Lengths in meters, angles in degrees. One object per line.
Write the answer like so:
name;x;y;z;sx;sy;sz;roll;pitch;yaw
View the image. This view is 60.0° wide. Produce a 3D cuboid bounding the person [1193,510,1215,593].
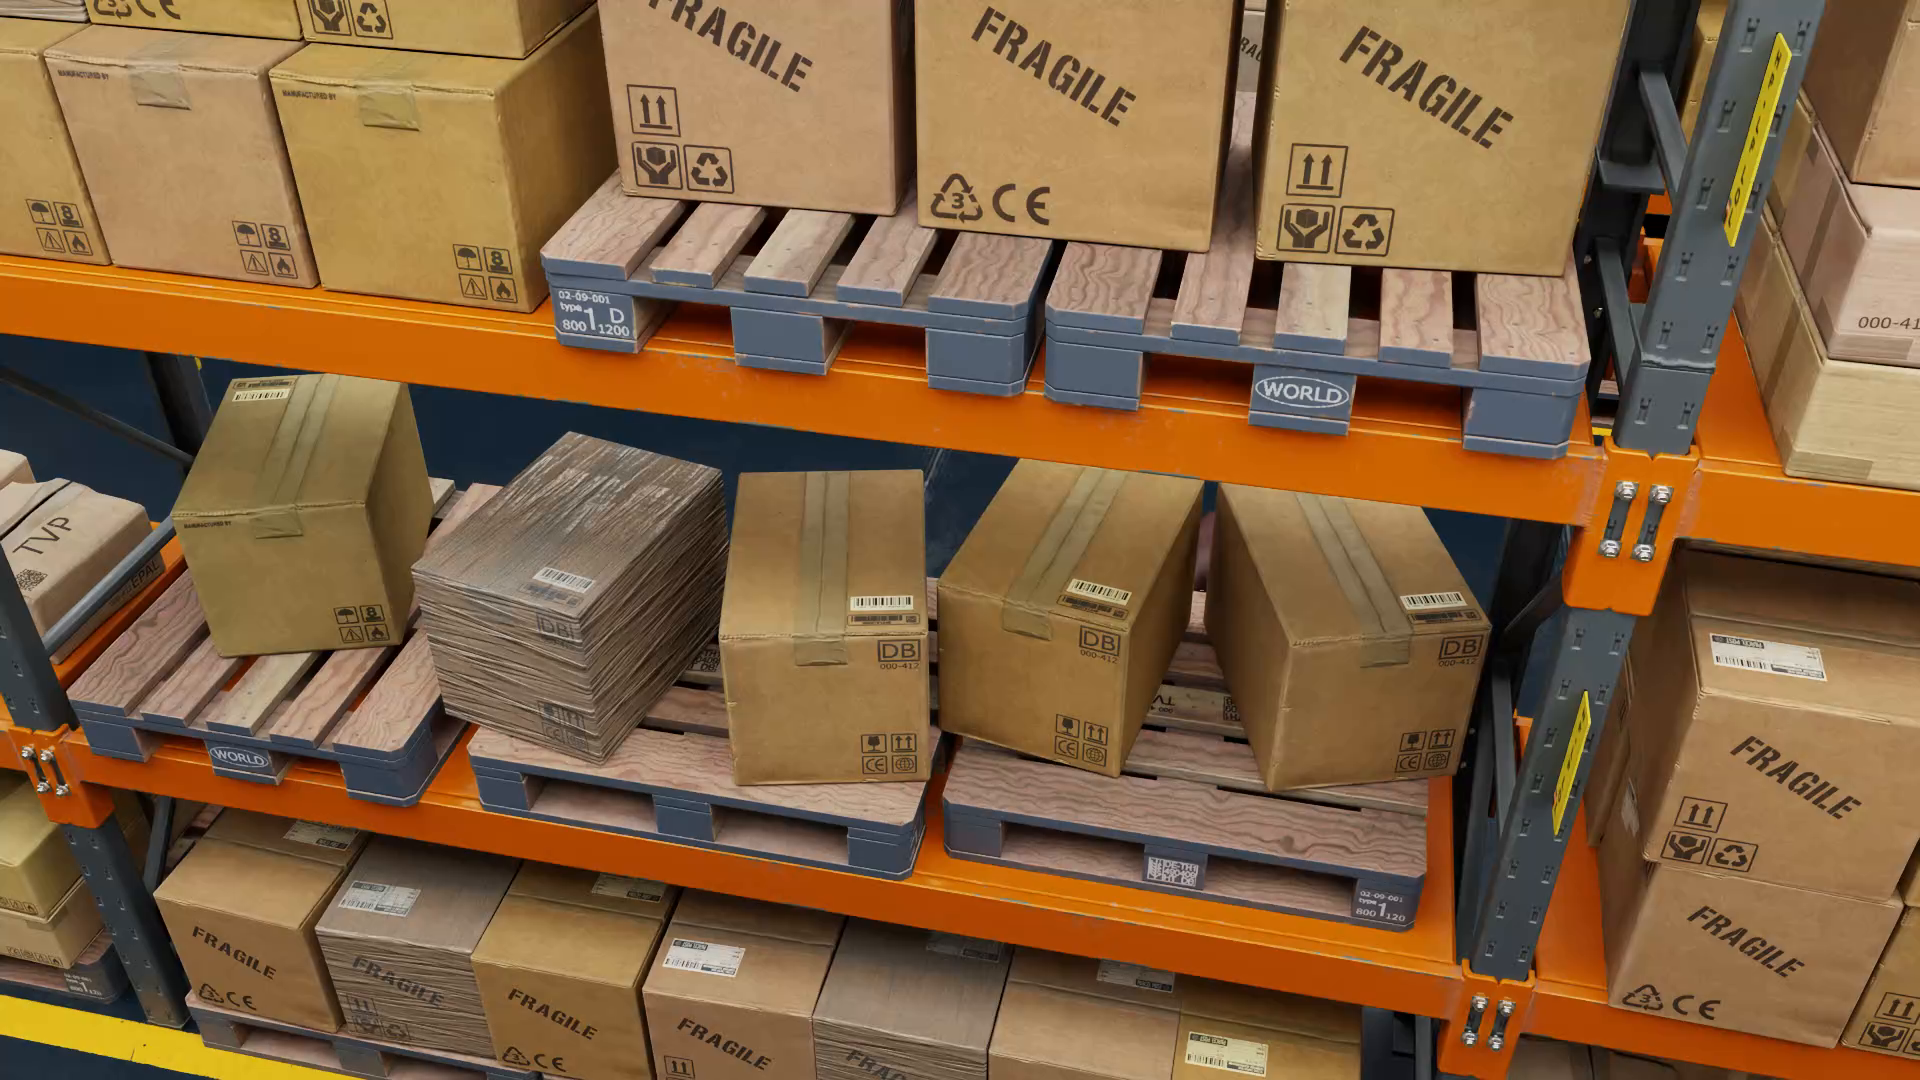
person;1.046;0.270;6.455;0.920;1.002;0.578;7;37;9
